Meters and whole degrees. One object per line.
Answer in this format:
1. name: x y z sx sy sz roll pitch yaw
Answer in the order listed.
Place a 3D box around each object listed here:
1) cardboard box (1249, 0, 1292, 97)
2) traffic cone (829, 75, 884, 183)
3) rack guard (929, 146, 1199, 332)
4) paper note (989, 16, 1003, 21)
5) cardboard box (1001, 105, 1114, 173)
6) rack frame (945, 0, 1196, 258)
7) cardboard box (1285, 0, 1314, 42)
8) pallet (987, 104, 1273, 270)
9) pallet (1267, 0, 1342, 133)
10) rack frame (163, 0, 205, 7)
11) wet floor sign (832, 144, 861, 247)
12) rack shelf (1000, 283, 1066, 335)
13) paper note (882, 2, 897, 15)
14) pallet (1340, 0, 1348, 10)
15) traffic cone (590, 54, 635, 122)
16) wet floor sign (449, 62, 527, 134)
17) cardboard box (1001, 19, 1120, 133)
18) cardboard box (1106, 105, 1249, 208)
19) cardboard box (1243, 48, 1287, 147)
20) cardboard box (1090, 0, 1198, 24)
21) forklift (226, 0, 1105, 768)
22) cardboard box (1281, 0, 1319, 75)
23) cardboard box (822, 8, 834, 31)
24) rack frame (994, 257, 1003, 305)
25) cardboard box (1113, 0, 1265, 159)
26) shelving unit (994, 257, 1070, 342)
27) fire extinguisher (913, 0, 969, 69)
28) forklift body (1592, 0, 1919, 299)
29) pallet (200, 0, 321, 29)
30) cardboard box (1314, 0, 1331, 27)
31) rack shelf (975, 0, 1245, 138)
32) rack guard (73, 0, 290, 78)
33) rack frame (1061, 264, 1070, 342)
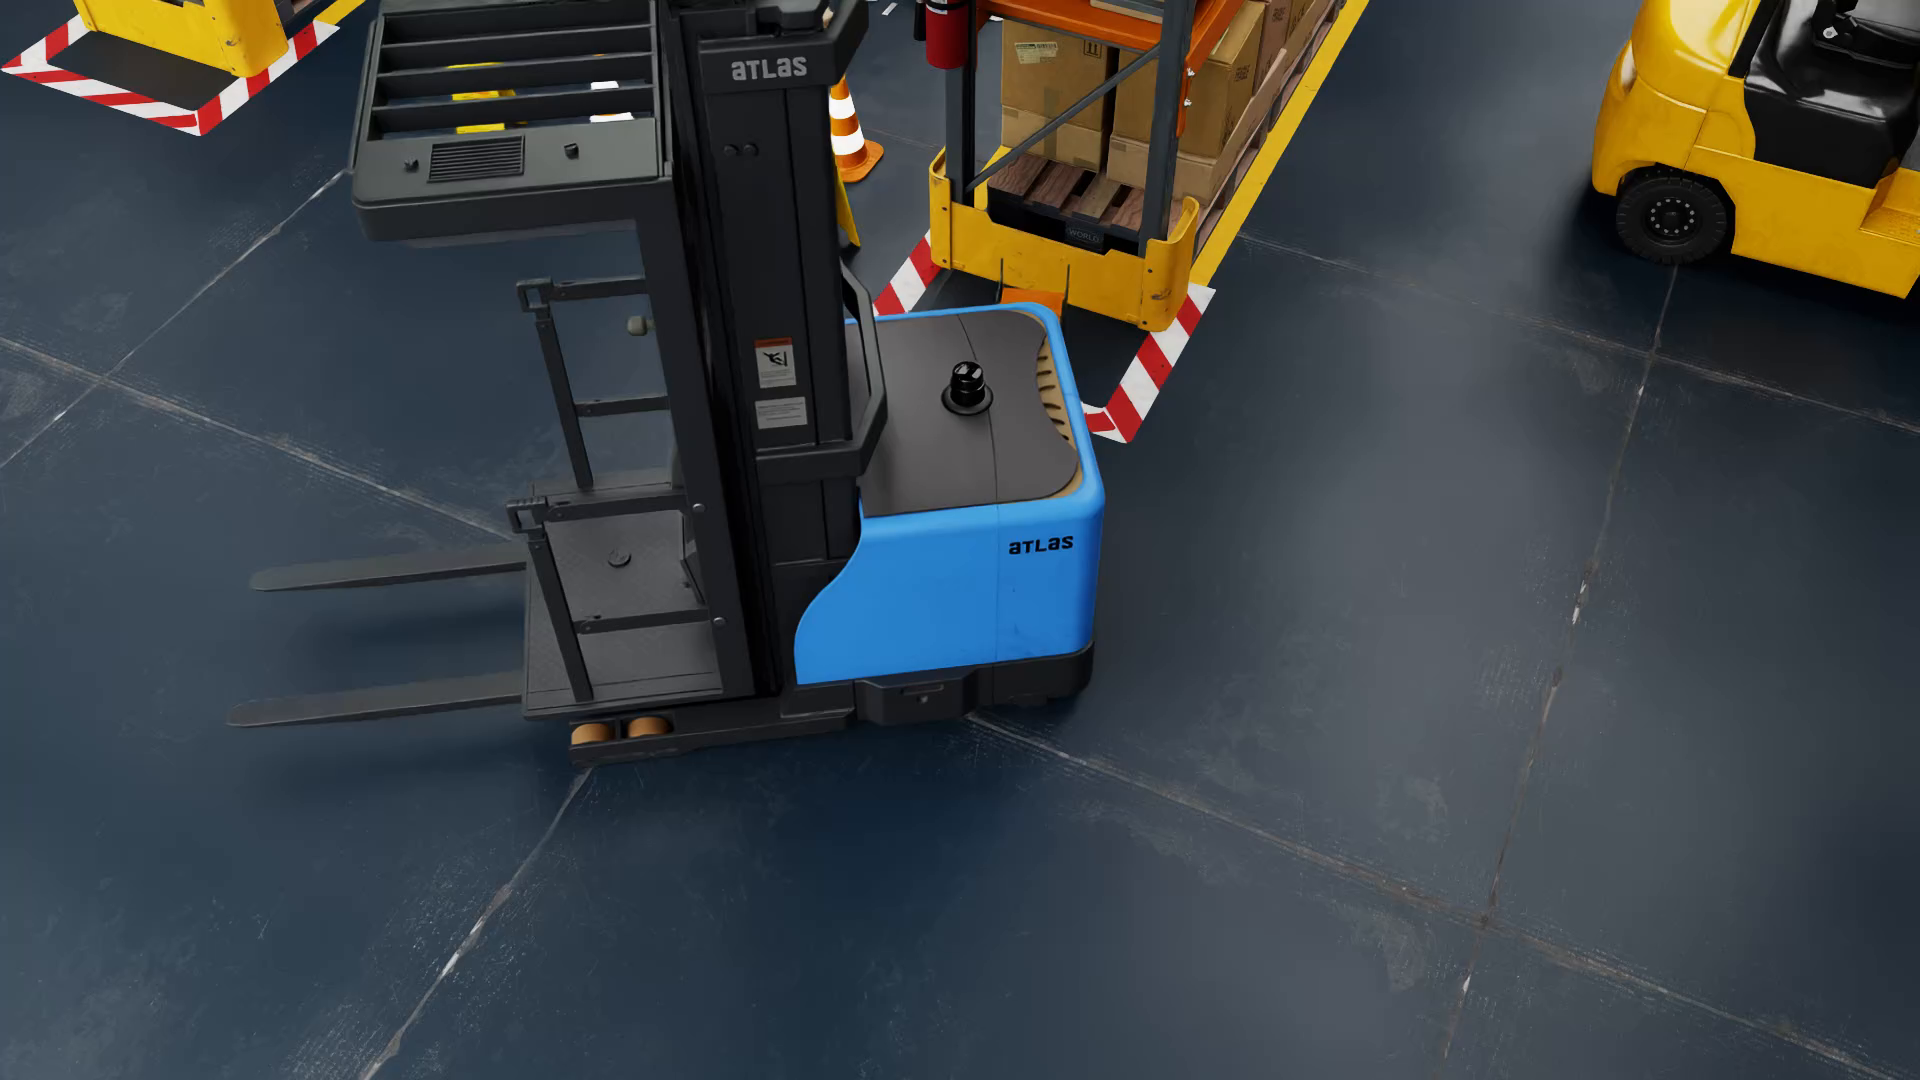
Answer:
1. cardboard box: 1.236 -2.460 7.726 0.500 0.500 0.500 18 52 15
2. traffic cone: -0.570 -2.023 7.982 0.336 0.463 0.334 20 52 16
3. rack guard: 0.445 -1.371 7.404 1.175 0.500 0.348 20 52 16
4. paper note: 0.203 -2.852 8.971 0.142 0.019 0.148 4 50 3
5. cardboard box: 0.525 -2.035 7.857 0.500 0.250 0.500 20 52 16
6. rack frame: 0.413 -2.129 6.407 1.000 3.000 0.127 20 52 16
7. cardboard box: 1.458 -2.803 8.018 0.500 0.500 0.500 21 53 17
8. pallet: 0.824 -1.826 7.980 1.003 0.211 1.213 20 52 16
9. pallet: 1.347 -2.663 8.692 1.003 0.211 1.213 20 52 16
10. rack frame: -4.106 -3.670 7.718 1.000 3.000 0.127 20 52 16
11. wet floor sign: -0.636 -1.583 7.489 0.232 0.644 0.267 -37 59 -27
12. rack shelf: 0.260 -0.778 6.177 0.240 0.259 0.215 6 49 5
13. paper note: -0.380 -2.877 9.007 0.032 0.001 0.123 20 52 16
14. pallet: 1.867 -3.506 9.410 1.003 0.211 1.213 20 52 16
15. traffic cone: -1.719 -2.150 8.090 0.336 0.463 0.334 20 52 16
16. wet floor sign: -2.328 -2.243 8.050 0.267 0.644 0.232 12 51 10
17. cardboard box: 0.519 -2.253 7.550 0.500 0.500 0.500 20 53 16
18. cardboard box: 1.007 -1.839 7.690 0.500 0.250 0.500 19 52 16
19. cardboard box: 1.232 -2.188 7.987 0.500 0.250 0.500 22 53 17
20. cardboard box: 0.745 -2.214 6.644 0.380 0.149 0.250 20 52 16
21. forklift: -1.081 -0.585 5.138 3.031 2.935 1.130 -6 50 -5
22. cardboard box: 1.454 -2.568 8.311 0.500 0.250 0.500 23 53 18
23. cardboard box: -0.854 -2.764 8.820 0.250 0.149 0.380 -28 55 -22
24. rack frame: 0.139 -0.612 6.396 0.008 1.050 0.200 6 49 5
25. cardboard box: 1.017 -2.099 7.419 0.500 0.500 0.500 18 52 15
26. shelving unit: 0.260 -0.599 6.384 0.252 1.050 0.215 6 49 5
27. fire extinguisher: -0.053 -2.175 6.497 0.296 0.674 0.183 20 52 16
28. forklift body: 4.063 -2.141 6.974 2.313 2.155 1.214 20 52 16
29. pallet: -3.835 -3.342 9.271 1.003 0.211 1.213 20 52 16
30. cardboard box: 1.672 -2.915 8.606 0.500 0.250 0.500 21 53 17
31. rack shelf: 1.267 -3.273 7.853 1.077 0.370 4.000 20 52 16
32. rack guard: -4.116 -2.843 8.656 1.175 0.500 0.348 20 52 16
33. rack frame: 0.381 -0.585 6.373 0.008 1.050 0.200 6 49 5
